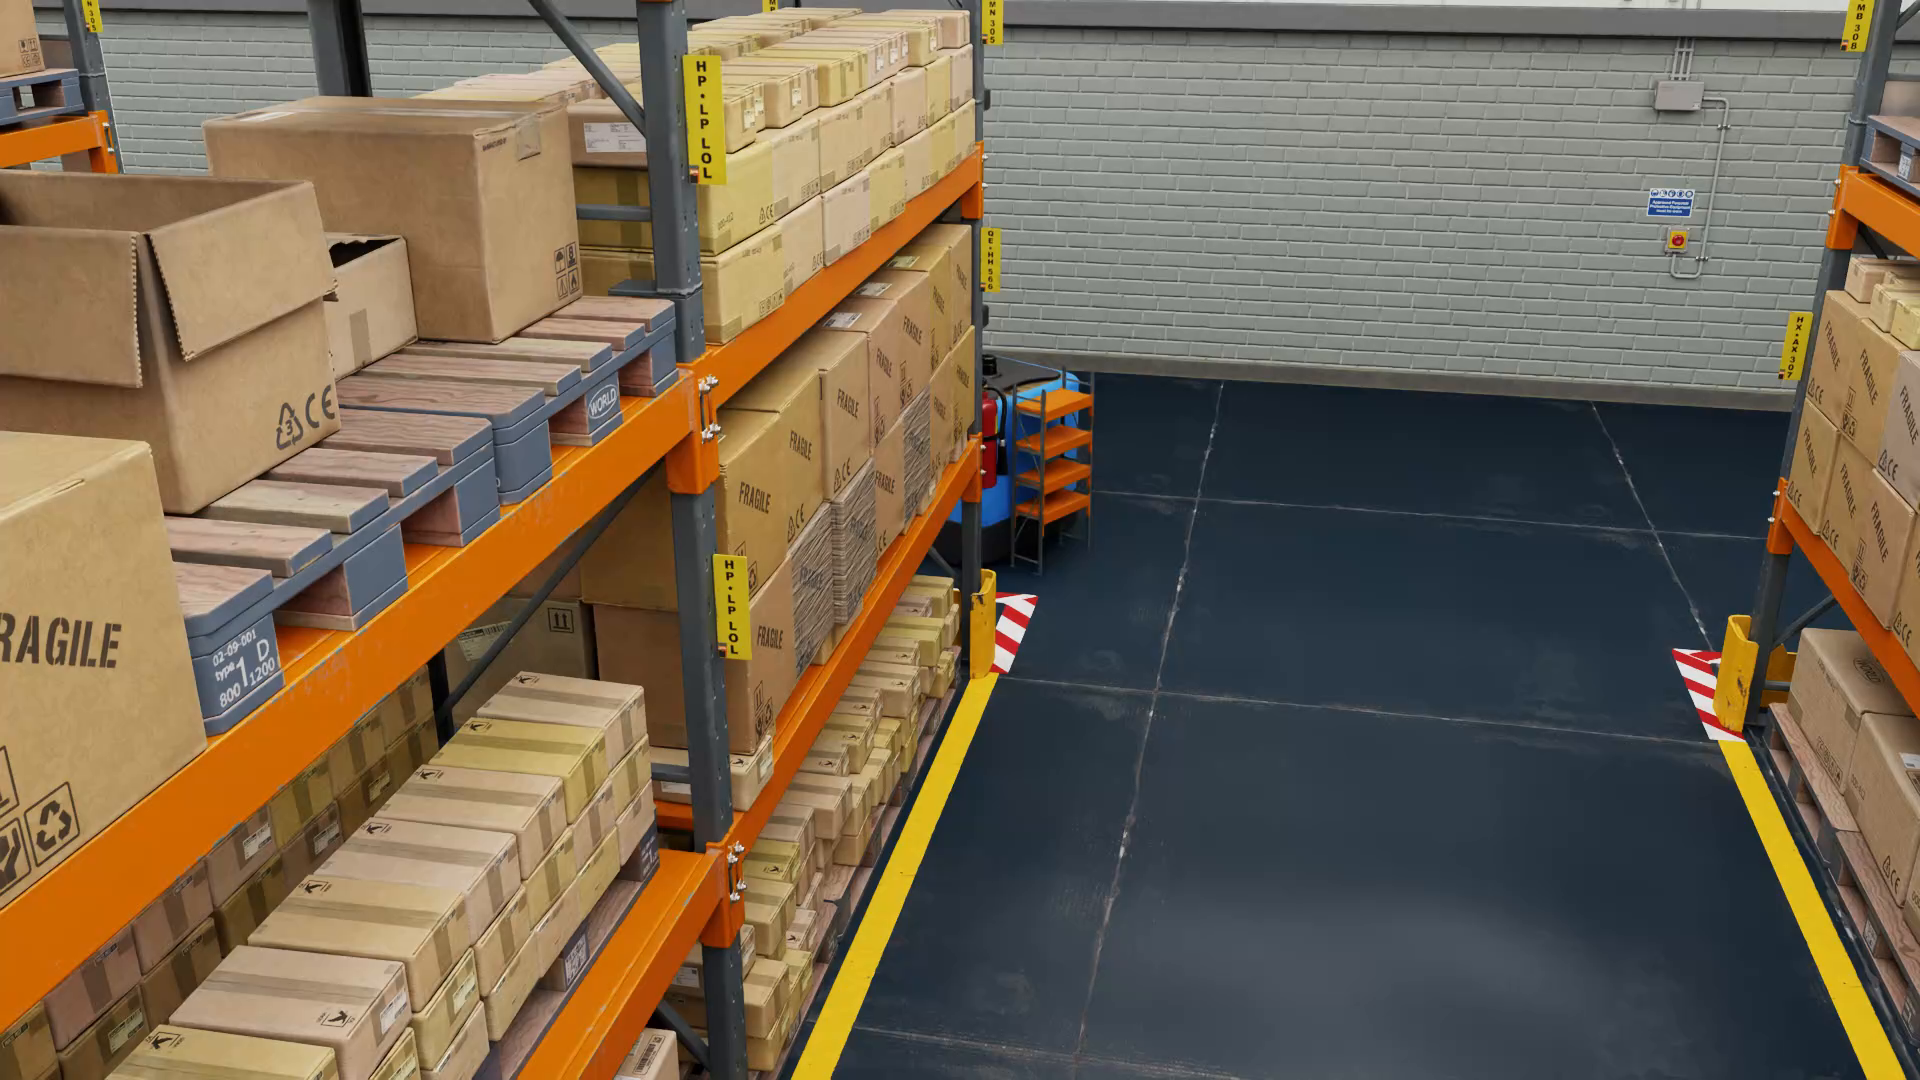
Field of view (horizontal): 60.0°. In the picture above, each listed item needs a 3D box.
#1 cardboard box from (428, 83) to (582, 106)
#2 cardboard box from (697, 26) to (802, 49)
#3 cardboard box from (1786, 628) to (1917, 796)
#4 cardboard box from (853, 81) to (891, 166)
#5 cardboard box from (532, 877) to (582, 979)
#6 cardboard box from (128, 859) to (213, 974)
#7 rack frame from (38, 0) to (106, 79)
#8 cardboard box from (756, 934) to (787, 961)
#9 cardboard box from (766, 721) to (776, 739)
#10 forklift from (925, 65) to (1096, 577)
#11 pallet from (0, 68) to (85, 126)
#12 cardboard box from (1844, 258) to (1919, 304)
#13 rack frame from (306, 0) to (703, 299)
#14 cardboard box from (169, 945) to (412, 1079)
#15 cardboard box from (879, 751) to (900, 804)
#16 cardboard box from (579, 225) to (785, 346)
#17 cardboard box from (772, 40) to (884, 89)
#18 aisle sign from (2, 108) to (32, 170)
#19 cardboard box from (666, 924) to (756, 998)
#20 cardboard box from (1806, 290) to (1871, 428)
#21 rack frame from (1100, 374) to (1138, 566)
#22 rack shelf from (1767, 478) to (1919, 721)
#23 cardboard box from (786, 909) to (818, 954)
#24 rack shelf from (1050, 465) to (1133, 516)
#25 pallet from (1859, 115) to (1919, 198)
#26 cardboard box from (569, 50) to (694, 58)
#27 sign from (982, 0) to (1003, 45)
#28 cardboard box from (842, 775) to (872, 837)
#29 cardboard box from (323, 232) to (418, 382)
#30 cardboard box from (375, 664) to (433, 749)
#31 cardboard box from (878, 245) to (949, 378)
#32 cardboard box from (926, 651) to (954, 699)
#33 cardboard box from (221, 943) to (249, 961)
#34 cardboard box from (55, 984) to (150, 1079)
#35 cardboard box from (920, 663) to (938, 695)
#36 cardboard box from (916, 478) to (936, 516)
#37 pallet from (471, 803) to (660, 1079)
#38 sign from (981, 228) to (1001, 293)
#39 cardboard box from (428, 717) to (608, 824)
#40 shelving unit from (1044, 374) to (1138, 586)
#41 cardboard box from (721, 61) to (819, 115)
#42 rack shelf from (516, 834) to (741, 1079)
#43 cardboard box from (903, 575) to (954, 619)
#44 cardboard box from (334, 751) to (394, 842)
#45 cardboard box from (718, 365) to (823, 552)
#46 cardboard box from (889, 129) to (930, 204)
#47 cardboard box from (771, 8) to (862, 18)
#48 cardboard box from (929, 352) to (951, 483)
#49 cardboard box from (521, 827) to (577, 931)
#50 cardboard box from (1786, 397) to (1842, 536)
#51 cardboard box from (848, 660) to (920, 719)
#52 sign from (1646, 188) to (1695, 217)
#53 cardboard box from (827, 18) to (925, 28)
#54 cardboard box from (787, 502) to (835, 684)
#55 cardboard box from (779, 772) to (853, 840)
[{"bbox_3d":[-1.361,-1.280,4.998,0.380,0.149,0.250,5,22,12],"label":"cardboard box"},{"bbox_3d":[-0.870,-2.032,6.866,0.380,0.149,0.250,5,22,12],"label":"cardboard box"},{"bbox_3d":[4.445,0.812,7.690,0.875,0.438,0.875,4,22,9],"label":"cardboard box"},{"bbox_3d":[-0.554,-1.579,6.275,0.500,0.250,0.500,3,22,9],"label":"cardboard box"},{"bbox_3d":[-1.193,0.960,4.229,0.380,0.149,0.250,4,22,11],"label":"cardboard box"},{"bbox_3d":[-1.942,0.827,3.762,0.380,0.149,0.250,4,22,10],"label":"cardboard box"},{"bbox_3d":[-5.220,-3.969,8.663,1.000,3.000,0.127,4,22,11],"label":"rack frame"},{"bbox_3d":[-0.850,1.474,6.034,0.380,0.149,0.250,5,22,11],"label":"cardboard box"},{"bbox_3d":[-0.843,0.630,5.611,0.380,0.149,0.250,5,22,12],"label":"cardboard box"},{"bbox_3d":[-0.350,-1.634,10.988,1.130,2.935,3.031,-13,25,-30],"label":"forklift"},{"bbox_3d":[-5.361,-2.264,8.564,1.003,0.211,1.213,4,22,11],"label":"pallet"},{"bbox_3d":[4.138,-1.133,7.311,0.380,0.149,0.250,5,22,12],"label":"cardboard box"},{"bbox_3d":[-1.201,-2.091,4.000,1.000,3.000,0.127,4,22,11],"label":"rack frame"},{"bbox_3d":[-1.358,0.976,3.393,0.380,0.149,0.250,3,22,9],"label":"cardboard box"},{"bbox_3d":[-0.483,1.045,7.499,0.380,0.149,0.250,5,22,12],"label":"cardboard box"},{"bbox_3d":[-0.848,-0.779,4.958,0.500,0.250,0.500,6,23,14],"label":"cardboard box"},{"bbox_3d":[-0.501,-1.805,6.302,0.380,0.149,0.250,4,22,9],"label":"cardboard box"},{"bbox_3d":[-5.499,-2.441,9.420,0.394,0.787,0.004,4,22,11],"label":"aisle sign"},{"bbox_3d":[-0.928,1.433,5.737,0.380,0.149,0.250,5,23,13],"label":"cardboard box"},{"bbox_3d":[4.105,-0.787,7.320,0.500,0.500,0.500,4,22,10],"label":"cardboard box"},{"bbox_3d":[0.984,-0.426,10.299,0.015,1.200,0.240,-17,29,-37],"label":"rack frame"},{"bbox_3d":[4.074,0.635,6.226,1.077,0.370,4.000,4,22,11],"label":"rack shelf"},{"bbox_3d":[-0.758,1.519,6.322,0.380,0.149,0.250,4,22,11],"label":"cardboard box"},{"bbox_3d":[0.796,-0.305,10.179,0.480,0.148,0.258,-17,29,-37],"label":"rack shelf"},{"bbox_3d":[4.341,-1.509,6.688,1.003,0.211,1.213,4,22,11],"label":"pallet"},{"bbox_3d":[-1.166,-1.657,5.935,0.380,0.149,0.250,4,22,11],"label":"cardboard box"},{"bbox_3d":[0.154,-2.523,7.904,0.100,0.325,0.005,4,22,11],"label":"sign"},{"bbox_3d":[-0.585,1.097,6.970,0.380,0.149,0.250,4,22,11],"label":"cardboard box"},{"bbox_3d":[-1.586,-0.547,3.739,0.500,0.311,0.500,4,22,10],"label":"cardboard box"},{"bbox_3d":[-1.732,0.447,4.707,0.380,0.149,0.250,6,23,14],"label":"cardboard box"},{"bbox_3d":[-0.338,-1.048,7.569,0.500,0.500,0.500,4,22,9],"label":"cardboard box"},{"bbox_3d":[-0.241,0.667,8.437,0.380,0.149,0.250,5,23,13],"label":"cardboard box"},{"bbox_3d":[-1.890,1.007,4.111,0.380,0.149,0.250,5,22,11],"label":"cardboard box"},{"bbox_3d":[-1.994,1.065,3.570,0.380,0.149,0.250,4,22,10],"label":"cardboard box"},{"bbox_3d":[-0.317,0.624,8.146,0.380,0.149,0.250,4,22,9],"label":"cardboard box"},{"bbox_3d":[-0.328,-0.238,7.765,0.380,0.149,0.250,5,22,12],"label":"cardboard box"},{"bbox_3d":[-1.499,1.049,4.490,1.003,0.211,1.213,4,22,11],"label":"pallet"},{"bbox_3d":[0.154,-1.405,8.354,0.100,0.325,0.005,4,22,11],"label":"sign"},{"bbox_3d":[-1.146,0.598,4.332,0.380,0.149,0.250,4,22,9],"label":"cardboard box"},{"bbox_3d":[0.797,-0.367,10.153,0.503,1.200,0.258,-17,29,-37],"label":"shelving unit"},{"bbox_3d":[-0.690,-1.515,5.584,0.380,0.149,0.250,4,22,9],"label":"cardboard box"},{"bbox_3d":[-1.609,1.757,3.439,1.077,0.370,4.000,4,22,11],"label":"rack shelf"},{"bbox_3d":[-0.245,0.294,8.567,0.380,0.149,0.250,5,22,12],"label":"cardboard box"},{"bbox_3d":[-1.783,0.680,4.527,0.380,0.149,0.250,4,22,10],"label":"cardboard box"},{"bbox_3d":[-0.779,-0.293,5.697,0.500,0.500,0.500,4,22,9],"label":"cardboard box"},{"bbox_3d":[-0.430,-1.539,6.845,0.500,0.250,0.500,5,23,13],"label":"cardboard box"},{"bbox_3d":[-0.674,-2.409,7.801,0.380,0.149,0.250,4,22,10],"label":"cardboard box"},{"bbox_3d":[-0.335,-0.583,7.755,0.500,0.500,0.500,4,22,10],"label":"cardboard box"},{"bbox_3d":[-1.195,0.823,4.170,0.380,0.149,0.250,5,23,13],"label":"cardboard box"},{"bbox_3d":[4.103,-0.323,7.507,0.500,0.500,0.500,4,22,10],"label":"cardboard box"},{"bbox_3d":[-0.396,0.678,7.613,0.380,0.149,0.250,5,23,13],"label":"cardboard box"},{"bbox_3d":[5.575,-2.646,13.047,0.327,0.218,0.001,4,22,11],"label":"sign"},{"bbox_3d":[-0.363,-2.189,7.256,0.380,0.149,0.250,4,22,9],"label":"cardboard box"},{"bbox_3d":[-0.759,0.164,5.899,0.500,0.500,0.500,4,22,11],"label":"cardboard box"},{"bbox_3d":[-0.647,1.057,6.672,0.380,0.149,0.250,5,22,12],"label":"cardboard box"}]
